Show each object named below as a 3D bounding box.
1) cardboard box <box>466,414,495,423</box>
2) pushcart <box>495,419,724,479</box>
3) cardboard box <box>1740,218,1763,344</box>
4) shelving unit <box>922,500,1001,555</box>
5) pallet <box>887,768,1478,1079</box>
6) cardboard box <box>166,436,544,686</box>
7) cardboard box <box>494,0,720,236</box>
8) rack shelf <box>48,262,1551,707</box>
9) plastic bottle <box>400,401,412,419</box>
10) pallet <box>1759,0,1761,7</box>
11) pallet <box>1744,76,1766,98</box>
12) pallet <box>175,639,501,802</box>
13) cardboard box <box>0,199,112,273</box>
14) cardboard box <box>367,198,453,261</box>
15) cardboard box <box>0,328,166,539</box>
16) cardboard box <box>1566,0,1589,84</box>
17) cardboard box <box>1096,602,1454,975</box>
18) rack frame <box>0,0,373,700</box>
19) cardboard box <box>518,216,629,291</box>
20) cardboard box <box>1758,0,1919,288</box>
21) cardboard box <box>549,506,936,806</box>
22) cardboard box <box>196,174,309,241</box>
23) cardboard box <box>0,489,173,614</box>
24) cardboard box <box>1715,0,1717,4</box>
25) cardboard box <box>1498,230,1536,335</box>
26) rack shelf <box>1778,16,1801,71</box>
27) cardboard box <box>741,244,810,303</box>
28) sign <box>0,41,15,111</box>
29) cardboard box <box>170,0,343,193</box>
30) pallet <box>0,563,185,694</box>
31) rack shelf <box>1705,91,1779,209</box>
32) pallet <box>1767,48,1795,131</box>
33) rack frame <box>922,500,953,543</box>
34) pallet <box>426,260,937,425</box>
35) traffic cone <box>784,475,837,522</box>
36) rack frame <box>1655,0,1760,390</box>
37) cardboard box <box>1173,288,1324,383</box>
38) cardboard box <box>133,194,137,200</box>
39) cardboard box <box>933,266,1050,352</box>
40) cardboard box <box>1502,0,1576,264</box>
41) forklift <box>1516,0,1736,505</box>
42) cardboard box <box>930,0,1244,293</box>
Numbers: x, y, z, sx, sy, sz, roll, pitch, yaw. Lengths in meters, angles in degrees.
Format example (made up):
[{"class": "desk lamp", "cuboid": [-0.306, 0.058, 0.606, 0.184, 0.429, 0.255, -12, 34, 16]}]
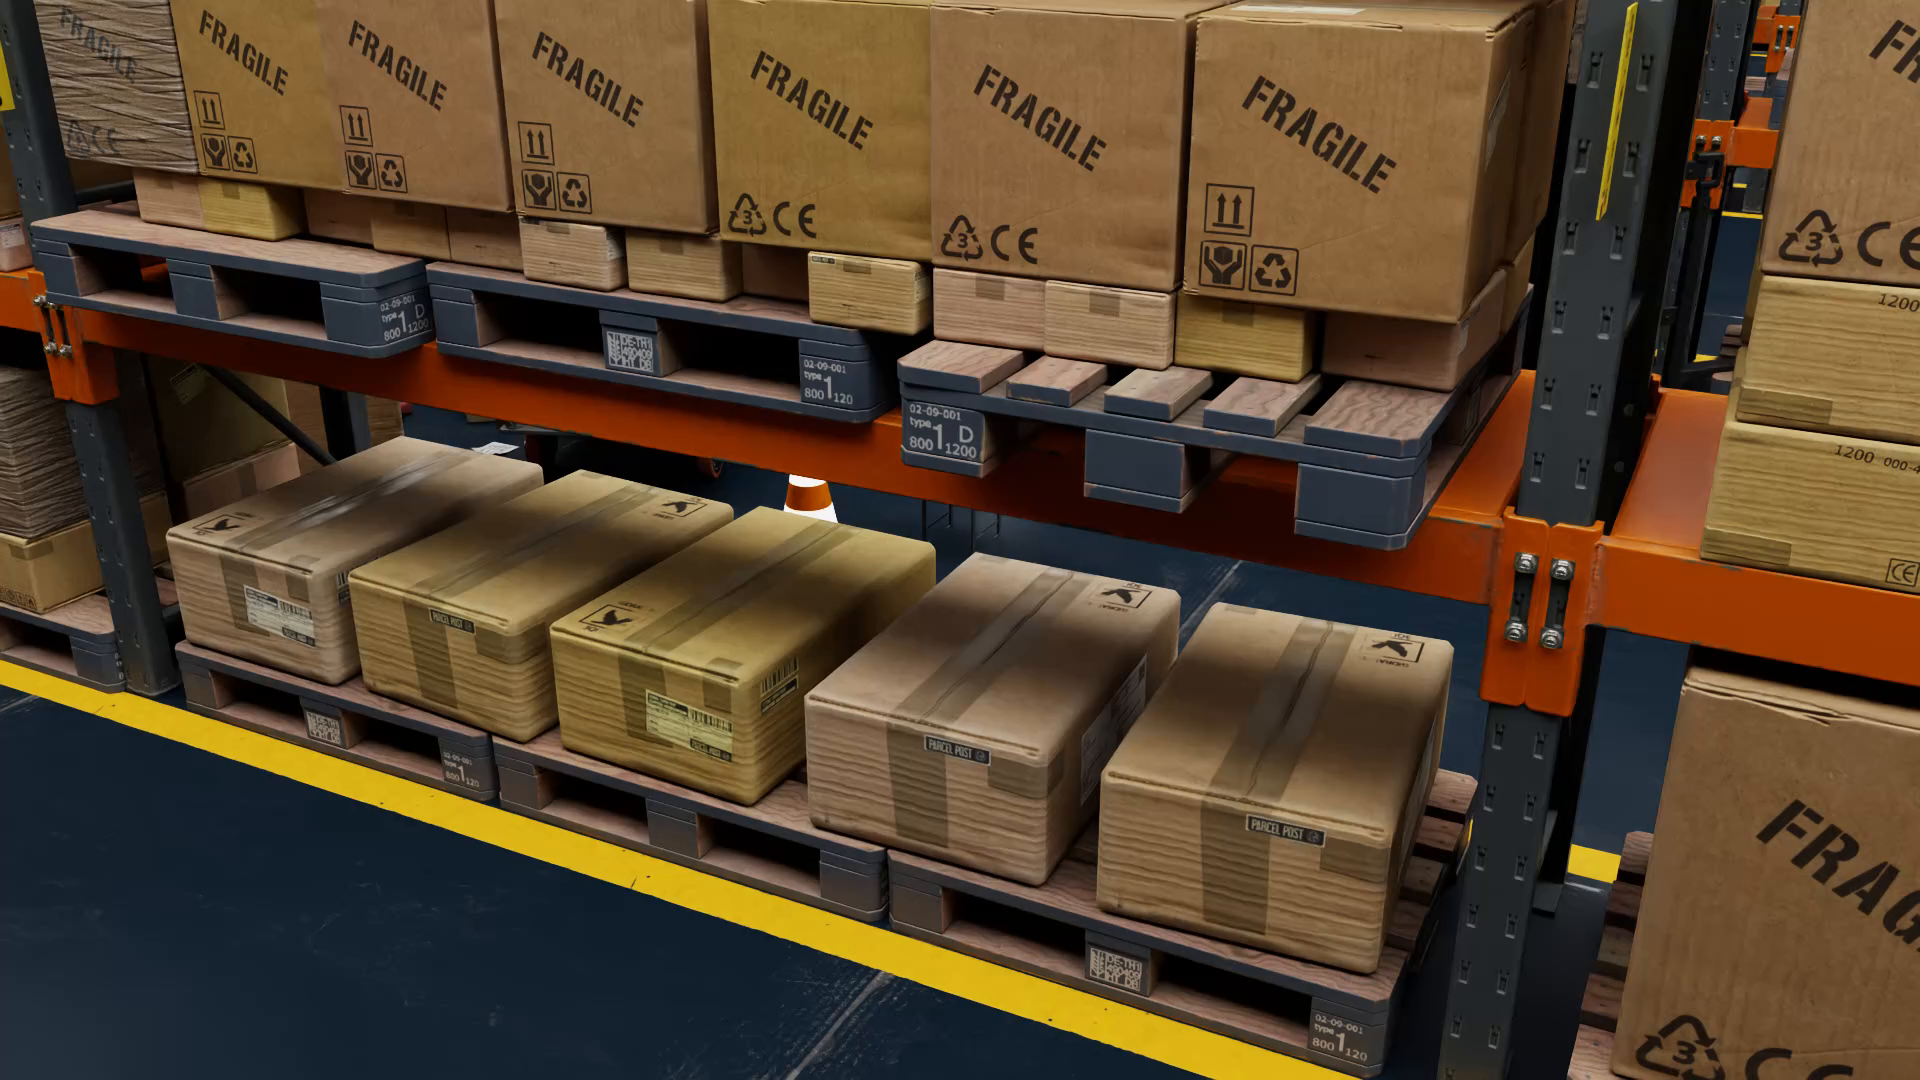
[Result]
[{"class": "cardboard box", "cuboid": [-2.056, -0.710, 7.581, 0.396, 0.266, 0.258, -5, 24, -12]}, {"class": "pushcart", "cuboid": [-1.313, -0.673, 7.351, 0.936, 0.377, 1.648, 3, 23, 6]}, {"class": "cardboard box", "cuboid": [1.820, -0.533, 3.223, 0.500, 0.250, 0.500, 11, 25, 24]}, {"class": "shelving unit", "cuboid": [0.007, -0.413, 6.071, 0.210, 0.900, 0.258, 11, 25, 25]}, {"class": "pallet", "cuboid": [0.576, 0.776, 4.155, 1.213, 0.211, 1.003, 11, 25, 25]}, {"class": "cardboard box", "cuboid": [-1.828, 0.033, 5.161, 0.625, 0.372, 0.950, 12, 26, 25]}, {"class": "cardboard box", "cuboid": [-0.662, -1.001, 3.726, 0.500, 0.500, 0.500, 10, 25, 22]}, {"class": "rack shelf", "cuboid": [-0.512, -0.391, 4.255, 4.000, 0.370, 1.077, 11, 25, 25]}, {"class": "plastic bottle", "cuboid": [-2.602, -0.605, 7.596, 0.283, 0.061, 0.133, 16, 28, 33]}, {"class": "pallet", "cuboid": [5.060, -3.830, 11.668, 1.003, 0.211, 1.213, 11, 25, 25]}, {"class": "pallet", "cuboid": [7.305, -4.427, 16.389, 1.213, 0.211, 1.003, 11, 25, 25]}, {"class": "pallet", "cuboid": [-1.602, 0.345, 5.168, 1.213, 0.211, 1.003, 11, 25, 25]}, {"class": "cardboard box", "cuboid": [-2.721, -0.910, 4.877, 0.250, 0.149, 0.380, 11, 25, 24]}, {"class": "cardboard box", "cuboid": [-1.229, -0.814, 4.116, 0.250, 0.149, 0.380, 12, 26, 25]}, {"class": "cardboard box", "cuboid": [-2.946, -0.359, 5.279, 0.500, 0.500, 0.500, 11, 25, 24]}, {"class": "cardboard box", "cuboid": [2.893, -2.147, 7.338, 0.500, 0.500, 0.500, 11, 25, 25]}, {"class": "cardboard box", "cuboid": [0.773, 0.544, 3.959, 0.625, 0.372, 0.950, 9, 25, 21]}, {"class": "rack frame", "cuboid": [-2.297, -1.075, 4.945, 0.127, 3.000, 1.000, 11, 25, 25]}, {"class": "cardboard box", "cuboid": [-0.796, -0.705, 3.859, 0.250, 0.149, 0.380, 12, 26, 27]}, {"class": "cardboard box", "cuboid": [1.603, -0.702, 2.663, 0.500, 0.500, 0.500, 10, 25, 23]}, {"class": "cardboard box", "cuboid": [-0.563, 0.281, 4.578, 0.625, 0.372, 0.950, 12, 26, 26]}, {"class": "cardboard box", "cuboid": [-1.727, -0.897, 4.312, 0.250, 0.149, 0.380, 12, 26, 26]}, {"class": "cardboard box", "cuboid": [-2.946, -0.013, 5.425, 0.500, 0.250, 0.500, 12, 26, 27]}, {"class": "cardboard box", "cuboid": [9.172, -6.571, 20.128, 0.500, 0.311, 0.500, 11, 25, 24]}, {"class": "cardboard box", "cuboid": [1.067, -0.568, 3.538, 0.250, 0.149, 0.380, 10, 25, 22]}, {"class": "rack shelf", "cuboid": [7.529, -3.145, 10.733, 4.000, 0.370, 1.077, 11, 25, 25]}, {"class": "cardboard box", "cuboid": [-0.283, -0.652, 3.735, 0.250, 0.149, 0.380, 11, 26, 25]}, {"class": "sign", "cuboid": [-2.535, -1.282, 4.326, 0.005, 0.325, 0.100, 11, 25, 25]}, {"class": "cardboard box", "cuboid": [-1.561, -1.180, 4.147, 0.500, 0.500, 0.500, 11, 26, 25]}, {"class": "pallet", "cuboid": [-2.912, 0.102, 5.740, 1.213, 0.211, 1.003, 11, 25, 25]}, {"class": "rack shelf", "cuboid": [5.201, -1.431, 6.701, 4.000, 0.370, 1.077, 11, 25, 25]}, {"class": "pallet", "cuboid": [4.100, -1.938, 7.220, 1.003, 0.211, 1.213, 11, 25, 25]}, {"class": "rack frame", "cuboid": [-0.083, -0.431, 6.113, 0.006, 0.900, 0.240, 11, 25, 25]}, {"class": "pallet", "cuboid": [-0.512, -0.616, 4.110, 1.213, 0.211, 1.003, 11, 25, 25]}, {"class": "traffic cone", "cuboid": [-0.559, -0.177, 6.076, 0.334, 0.463, 0.336, 11, 25, 25]}, {"class": "rack frame", "cuboid": [3.416, -2.115, 7.391, 0.127, 3.000, 1.000, 11, 25, 25]}, {"class": "cardboard box", "cuboid": [0.602, -0.444, 3.245, 0.250, 0.149, 0.380, 12, 26, 25]}, {"class": "cardboard box", "cuboid": [-2.433, -1.127, 5.388, 0.250, 0.149, 0.380, 11, 25, 24]}, {"class": "cardboard box", "cuboid": [0.136, -0.520, 3.424, 0.250, 0.149, 0.380, 10, 25, 22]}, {"class": "cardboard box", "cuboid": [0.976, -0.905, 3.501, 0.500, 0.500, 0.500, 10, 25, 23]}, {"class": "forklift", "cuboid": [2.354, -1.671, 6.433, 3.031, 2.935, 1.130, -7, 24, -17]}, {"class": "cardboard box", "cuboid": [0.275, -0.815, 3.290, 0.500, 0.500, 0.500, 11, 25, 24]}]
